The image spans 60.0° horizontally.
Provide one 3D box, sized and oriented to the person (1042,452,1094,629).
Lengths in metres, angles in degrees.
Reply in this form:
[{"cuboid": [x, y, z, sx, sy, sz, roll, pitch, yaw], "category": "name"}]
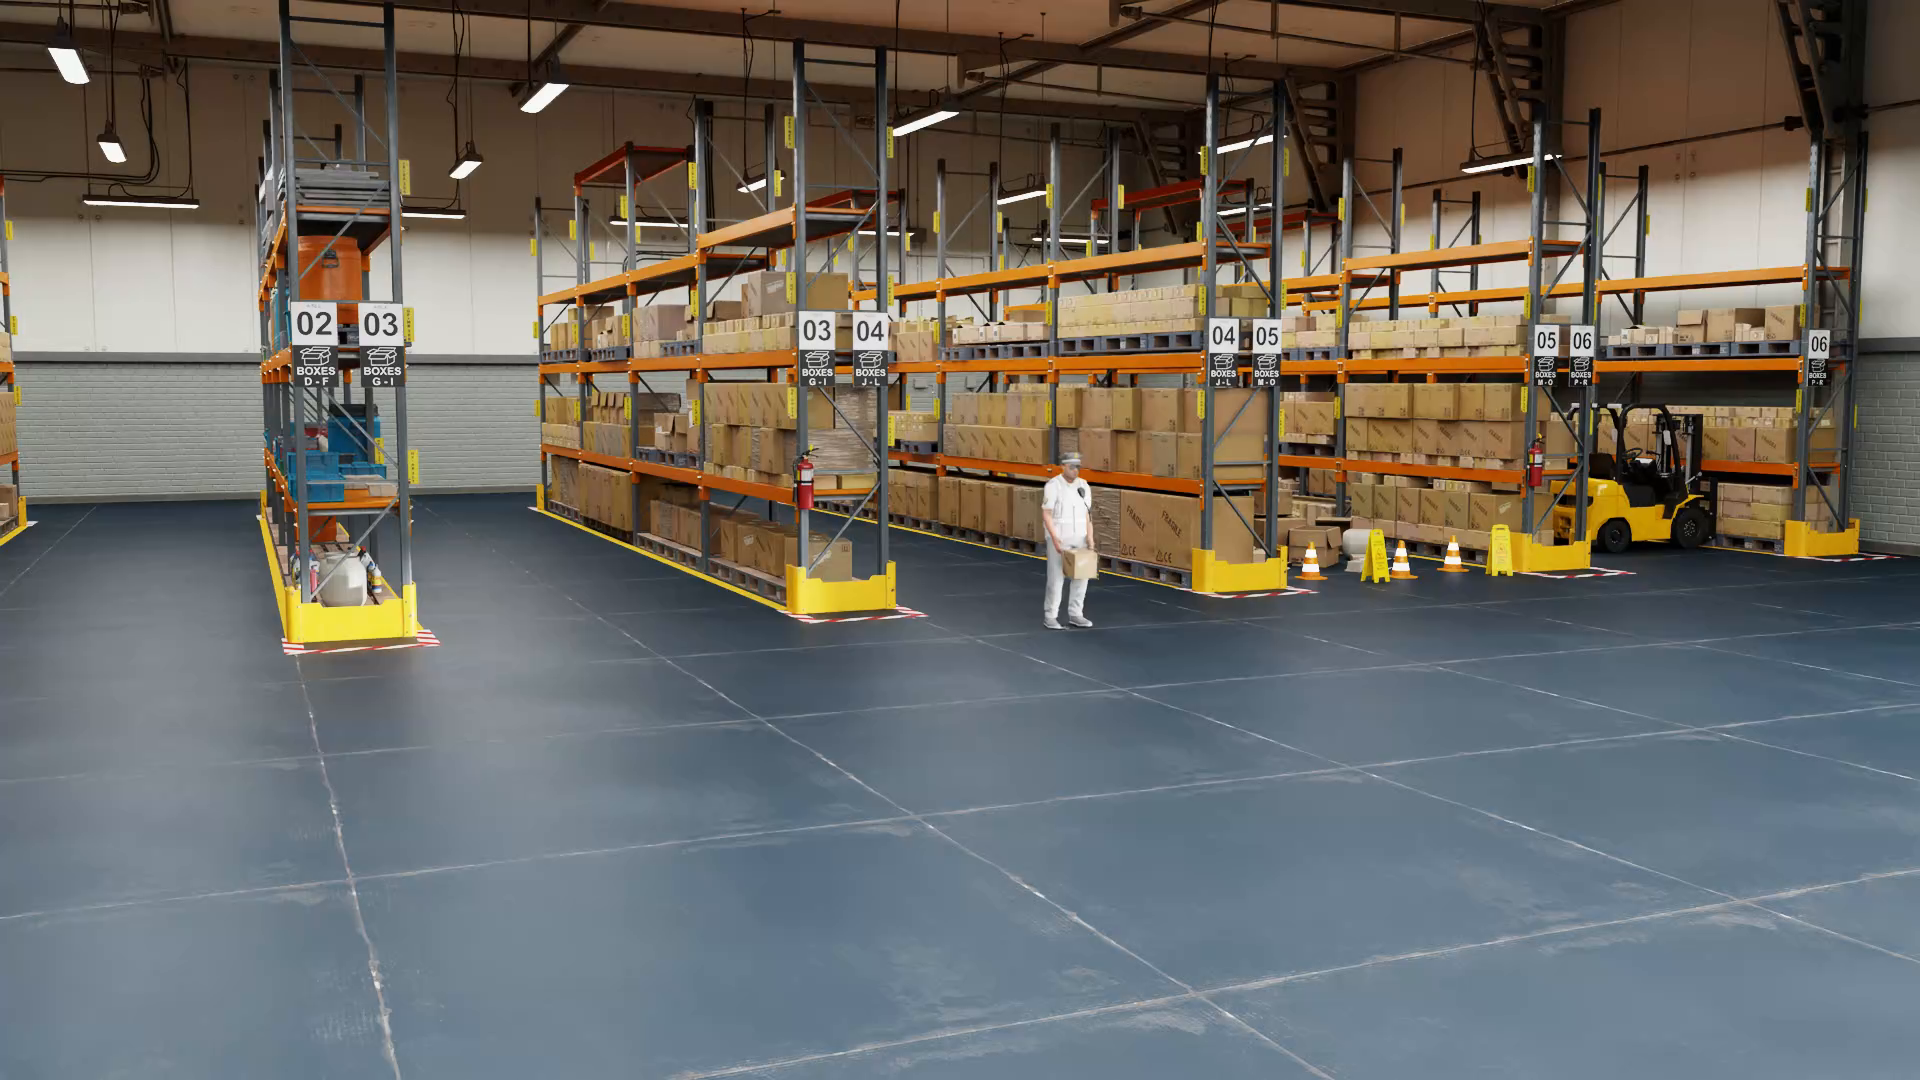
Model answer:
[{"cuboid": [1.080, -0.008, 16.729, 0.551, 1.761, 0.434, -2, 6, -25], "category": "person"}]
